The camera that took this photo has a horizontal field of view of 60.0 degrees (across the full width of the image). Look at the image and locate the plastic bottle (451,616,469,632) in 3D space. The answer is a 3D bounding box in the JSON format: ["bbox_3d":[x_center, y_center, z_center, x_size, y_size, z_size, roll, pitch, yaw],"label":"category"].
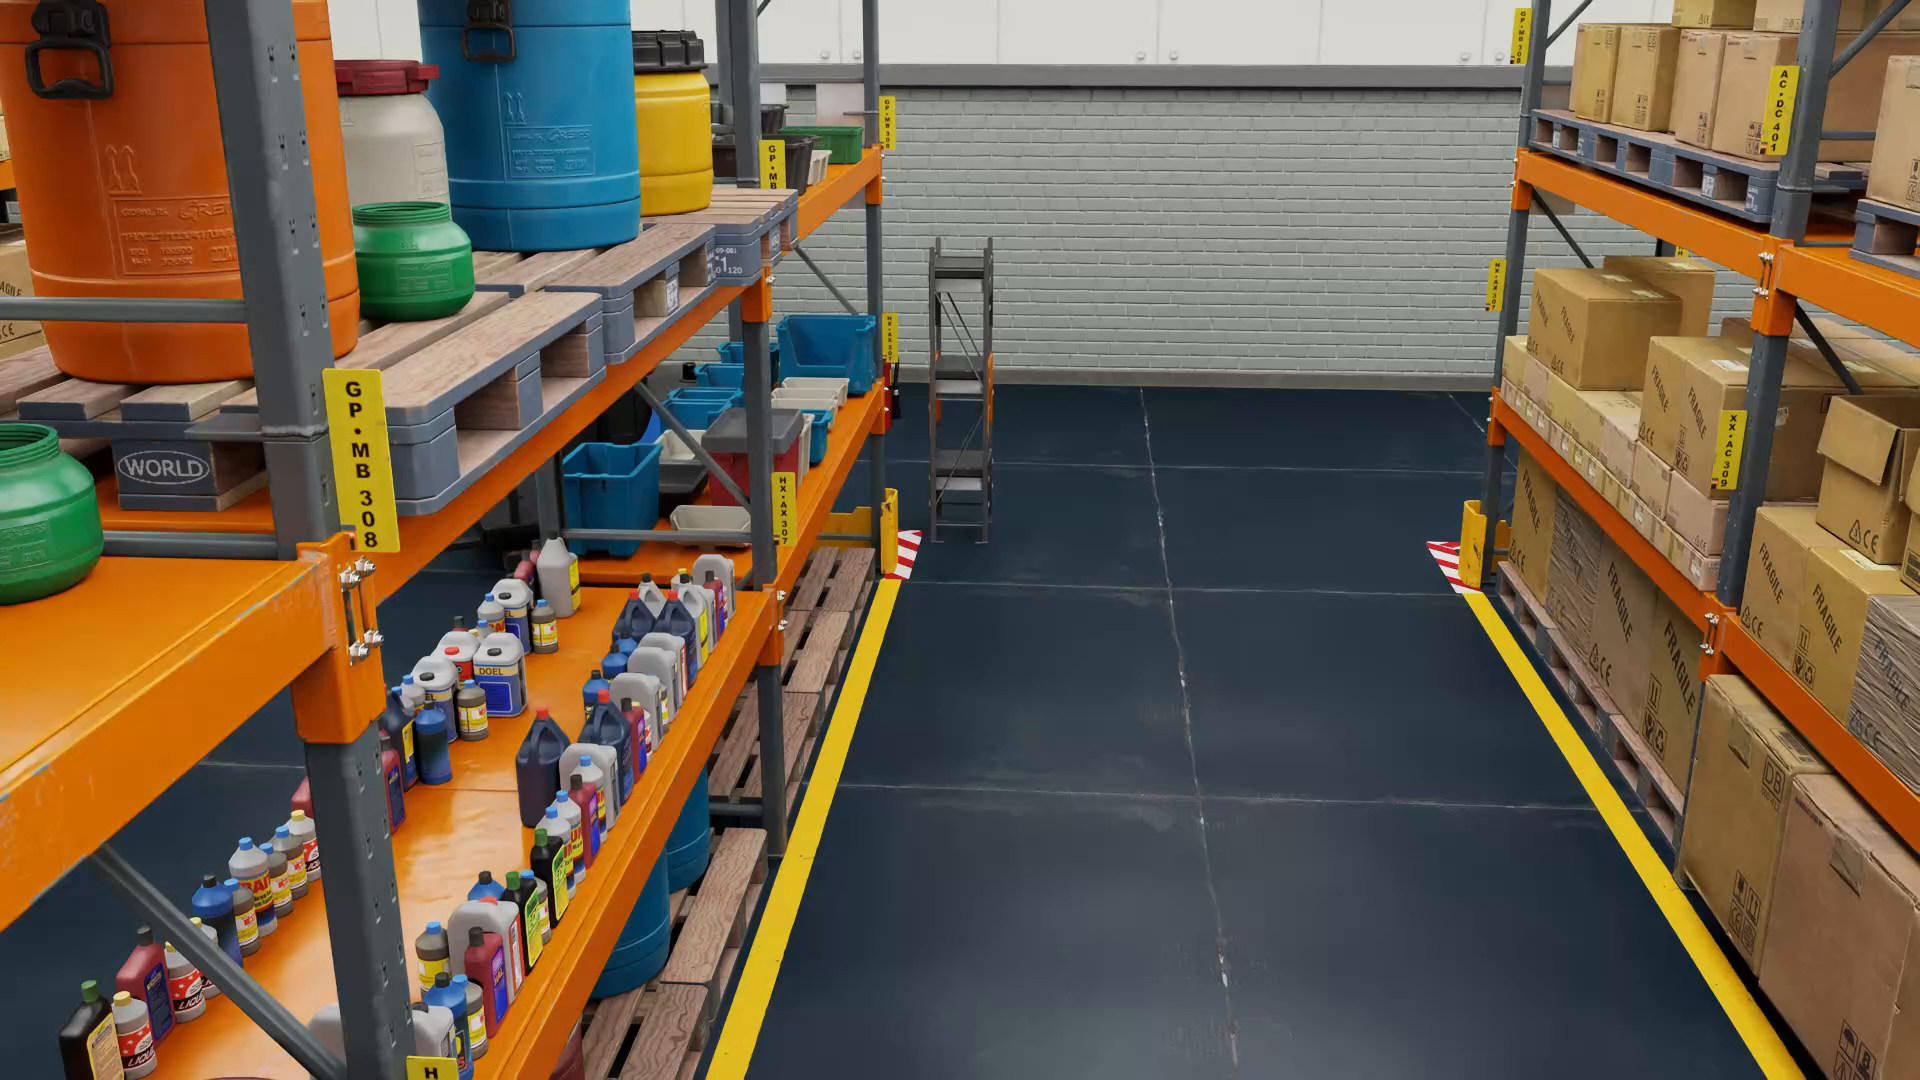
[{"bbox_3d":[-1.809,0.425,5.997,0.061,0.283,0.133,1,18,4],"label":"plastic bottle"}]

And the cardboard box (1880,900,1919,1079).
[{"bbox_3d":[3.502,1.661,4.773,1.225,0.875,0.875,1,18,4],"label":"cardboard box"}]

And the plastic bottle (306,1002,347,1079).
[{"bbox_3d":[-1.379,1.160,3.766,0.152,0.276,0.135,1,18,4],"label":"plastic bottle"}]

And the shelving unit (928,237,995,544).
[{"bbox_3d":[0.012,-1.049,11.753,0.431,2.100,0.503,1,18,4],"label":"shelving unit"}]

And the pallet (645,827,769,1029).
[{"bbox_3d":[-1.390,1.553,6.845,1.003,0.211,1.213,1,18,4],"label":"pallet"}]

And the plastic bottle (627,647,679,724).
[{"bbox_3d":[-1.071,0.489,5.811,0.152,0.276,0.135,1,18,4],"label":"plastic bottle"}]

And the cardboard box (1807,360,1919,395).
[{"bbox_3d":[3.936,-0.470,7.099,0.500,0.500,0.500,1,18,4],"label":"cardboard box"}]

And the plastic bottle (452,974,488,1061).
[{"bbox_3d":[-1.184,1.133,3.967,0.097,0.201,0.097,0,18,0],"label":"plastic bottle"}]

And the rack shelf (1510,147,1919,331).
[{"bbox_3d":[3.790,-1.605,8.342,1.077,0.370,4.000,1,18,4],"label":"rack shelf"}]

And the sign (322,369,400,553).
[{"bbox_3d":[-1.031,-0.134,2.866,0.100,0.325,0.005,1,18,4],"label":"sign"}]

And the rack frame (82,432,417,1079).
[{"bbox_3d":[-1.580,1.231,3.348,1.000,3.000,0.127,1,18,4],"label":"rack frame"}]

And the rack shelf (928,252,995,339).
[{"bbox_3d":[0.012,-1.701,11.539,0.431,0.518,0.480,1,18,4],"label":"rack shelf"}]

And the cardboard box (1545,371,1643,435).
[{"bbox_3d":[3.559,-0.752,9.164,0.500,0.250,0.500,1,18,2],"label":"cardboard box"}]

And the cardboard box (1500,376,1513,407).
[{"bbox_3d":[3.579,-0.920,10.318,0.380,0.149,0.250,1,18,5],"label":"cardboard box"}]

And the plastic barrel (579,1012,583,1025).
[{"bbox_3d":[-1.530,1.534,5.746,0.421,0.512,0.421,0,18,0],"label":"plastic barrel"}]

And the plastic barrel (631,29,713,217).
[{"bbox_3d":[-1.157,-1.437,5.699,0.600,0.588,0.600,0,18,0],"label":"plastic barrel"}]

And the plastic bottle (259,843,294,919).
[{"bbox_3d":[-1.899,0.932,4.579,0.097,0.201,0.097,0,18,0],"label":"plastic bottle"}]

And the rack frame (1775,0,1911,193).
[{"bbox_3d":[3.647,-2.751,5.868,1.000,3.000,0.127,1,18,4],"label":"rack frame"}]

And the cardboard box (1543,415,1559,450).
[{"bbox_3d":[3.507,-0.601,9.344,0.380,0.149,0.250,1,18,3],"label":"cardboard box"}]

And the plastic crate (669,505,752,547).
[{"bbox_3d":[-1.118,-0.056,7.602,0.396,0.136,0.243,1,18,4],"label":"plastic crate"}]

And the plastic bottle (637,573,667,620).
[{"bbox_3d":[-1.177,0.302,6.263,0.144,0.351,0.185,1,18,4],"label":"plastic bottle"}]

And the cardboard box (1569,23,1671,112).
[{"bbox_3d":[3.950,-2.700,9.533,0.700,0.500,0.500,0,18,1],"label":"cardboard box"}]

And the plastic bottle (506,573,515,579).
[{"bbox_3d":[-1.752,0.262,6.511,0.097,0.271,0.097,0,18,0],"label":"plastic bottle"}]

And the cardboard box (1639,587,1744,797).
[{"bbox_3d":[3.774,0.707,7.687,0.875,0.875,0.875,1,18,4],"label":"cardboard box"}]

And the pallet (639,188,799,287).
[{"bbox_3d":[-1.252,-1.101,5.952,1.213,0.211,1.003,1,18,4],"label":"pallet"}]

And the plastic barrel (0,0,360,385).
[{"bbox_3d":[-1.537,-0.774,3.286,0.600,0.830,0.708,1,18,4],"label":"plastic barrel"}]

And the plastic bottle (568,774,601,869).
[{"bbox_3d":[-1.099,0.802,4.846,0.061,0.283,0.133,1,18,4],"label":"plastic bottle"}]

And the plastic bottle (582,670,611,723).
[{"bbox_3d":[-1.214,0.567,5.583,0.097,0.271,0.097,0,18,0],"label":"plastic bottle"}]

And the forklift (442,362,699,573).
[{"bbox_3d":[-2.933,-1.336,11.293,3.031,2.935,1.130,-8,20,-23],"label":"forklift"}]

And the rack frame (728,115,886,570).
[{"bbox_3d":[-1.007,-1.253,10.931,1.000,3.000,0.127,1,18,4],"label":"rack frame"}]

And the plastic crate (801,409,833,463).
[{"bbox_3d":[-0.898,-0.559,8.983,0.416,0.233,0.300,1,18,4],"label":"plastic crate"}]

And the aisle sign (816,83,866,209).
[{"bbox_3d":[-0.709,-2.504,10.574,0.394,0.787,0.004,1,18,4],"label":"aisle sign"}]

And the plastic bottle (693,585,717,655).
[{"bbox_3d":[-1.026,0.291,6.417,0.152,0.276,0.135,1,18,4],"label":"plastic bottle"}]

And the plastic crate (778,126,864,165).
[{"bbox_3d":[-0.793,-2.265,9.542,0.450,0.188,0.336,1,18,4],"label":"plastic crate"}]

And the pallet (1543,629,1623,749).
[{"bbox_3d":[3.864,0.810,9.111,1.003,0.211,1.213,1,18,4],"label":"pallet"}]

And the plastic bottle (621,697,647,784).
[{"bbox_3d":[-1.059,0.631,5.368,0.061,0.283,0.133,1,18,4],"label":"plastic bottle"}]

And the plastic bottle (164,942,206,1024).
[{"bbox_3d":[-1.934,1.083,4.118,0.097,0.201,0.097,0,18,0],"label":"plastic bottle"}]

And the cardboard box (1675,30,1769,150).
[{"bbox_3d":[3.686,-2.032,7.494,0.700,0.500,0.500,2,18,7],"label":"cardboard box"}]

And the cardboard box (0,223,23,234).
[{"bbox_3d":[-6.242,-1.756,10.698,0.500,0.500,0.500,2,18,6],"label":"cardboard box"}]

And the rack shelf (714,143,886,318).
[{"bbox_3d":[-1.150,-1.716,8.680,1.077,0.370,4.000,1,18,4],"label":"rack shelf"}]

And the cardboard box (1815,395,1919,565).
[{"bbox_3d":[3.609,-0.226,6.024,0.797,0.503,0.637,1,18,2],"label":"cardboard box"}]

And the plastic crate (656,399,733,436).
[{"bbox_3d":[-1.469,-0.631,9.203,0.416,0.233,0.300,1,18,4],"label":"plastic crate"}]

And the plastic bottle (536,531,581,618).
[{"bbox_3d":[-1.645,0.127,6.797,0.144,0.351,0.185,1,18,4],"label":"plastic bottle"}]

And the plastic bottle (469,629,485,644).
[{"bbox_3d":[-1.783,0.428,6.118,0.097,0.201,0.097,0,18,0],"label":"plastic bottle"}]

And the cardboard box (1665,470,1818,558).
[{"bbox_3d":[3.417,-0.113,7.215,0.500,0.250,0.500,1,18,3],"label":"cardboard box"}]

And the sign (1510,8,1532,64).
[{"bbox_3d":[3.380,-3.035,10.021,0.100,0.325,0.005,1,18,4],"label":"sign"}]

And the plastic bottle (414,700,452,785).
[{"bbox_3d":[-1.696,0.644,5.347,0.097,0.271,0.097,0,18,0],"label":"plastic bottle"}]

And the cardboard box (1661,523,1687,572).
[{"bbox_3d":[3.360,0.037,7.397,0.380,0.149,0.250,2,18,5],"label":"cardboard box"}]

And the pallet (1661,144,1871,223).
[{"bbox_3d":[3.716,-1.538,7.123,1.003,0.211,1.213,1,18,4],"label":"pallet"}]

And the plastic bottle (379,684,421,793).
[{"bbox_3d":[-1.819,0.617,5.301,0.144,0.351,0.185,1,18,4],"label":"plastic bottle"}]

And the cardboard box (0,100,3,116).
[{"bbox_3d":[-5.765,-2.636,9.772,0.500,0.250,0.500,1,18,4],"label":"cardboard box"}]

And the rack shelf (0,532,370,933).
[{"bbox_3d":[-1.724,0.769,1.097,1.077,0.370,4.000,1,18,4],"label":"rack shelf"}]

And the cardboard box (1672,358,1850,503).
[{"bbox_3d":[3.413,-0.476,7.116,0.500,0.500,0.500,2,18,5],"label":"cardboard box"}]

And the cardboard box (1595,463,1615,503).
[{"bbox_3d":[3.434,-0.282,8.370,0.380,0.149,0.250,1,18,3],"label":"cardboard box"}]

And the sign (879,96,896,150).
[{"bbox_3d":[-0.457,-2.622,10.458,0.100,0.325,0.005,1,18,4],"label":"sign"}]

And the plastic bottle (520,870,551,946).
[{"bbox_3d":[-1.149,0.978,4.440,0.097,0.201,0.097,0,18,0],"label":"plastic bottle"}]

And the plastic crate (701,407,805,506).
[{"bbox_3d":[-0.979,-0.342,7.949,0.402,0.464,0.583,1,18,4],"label":"plastic crate"}]
